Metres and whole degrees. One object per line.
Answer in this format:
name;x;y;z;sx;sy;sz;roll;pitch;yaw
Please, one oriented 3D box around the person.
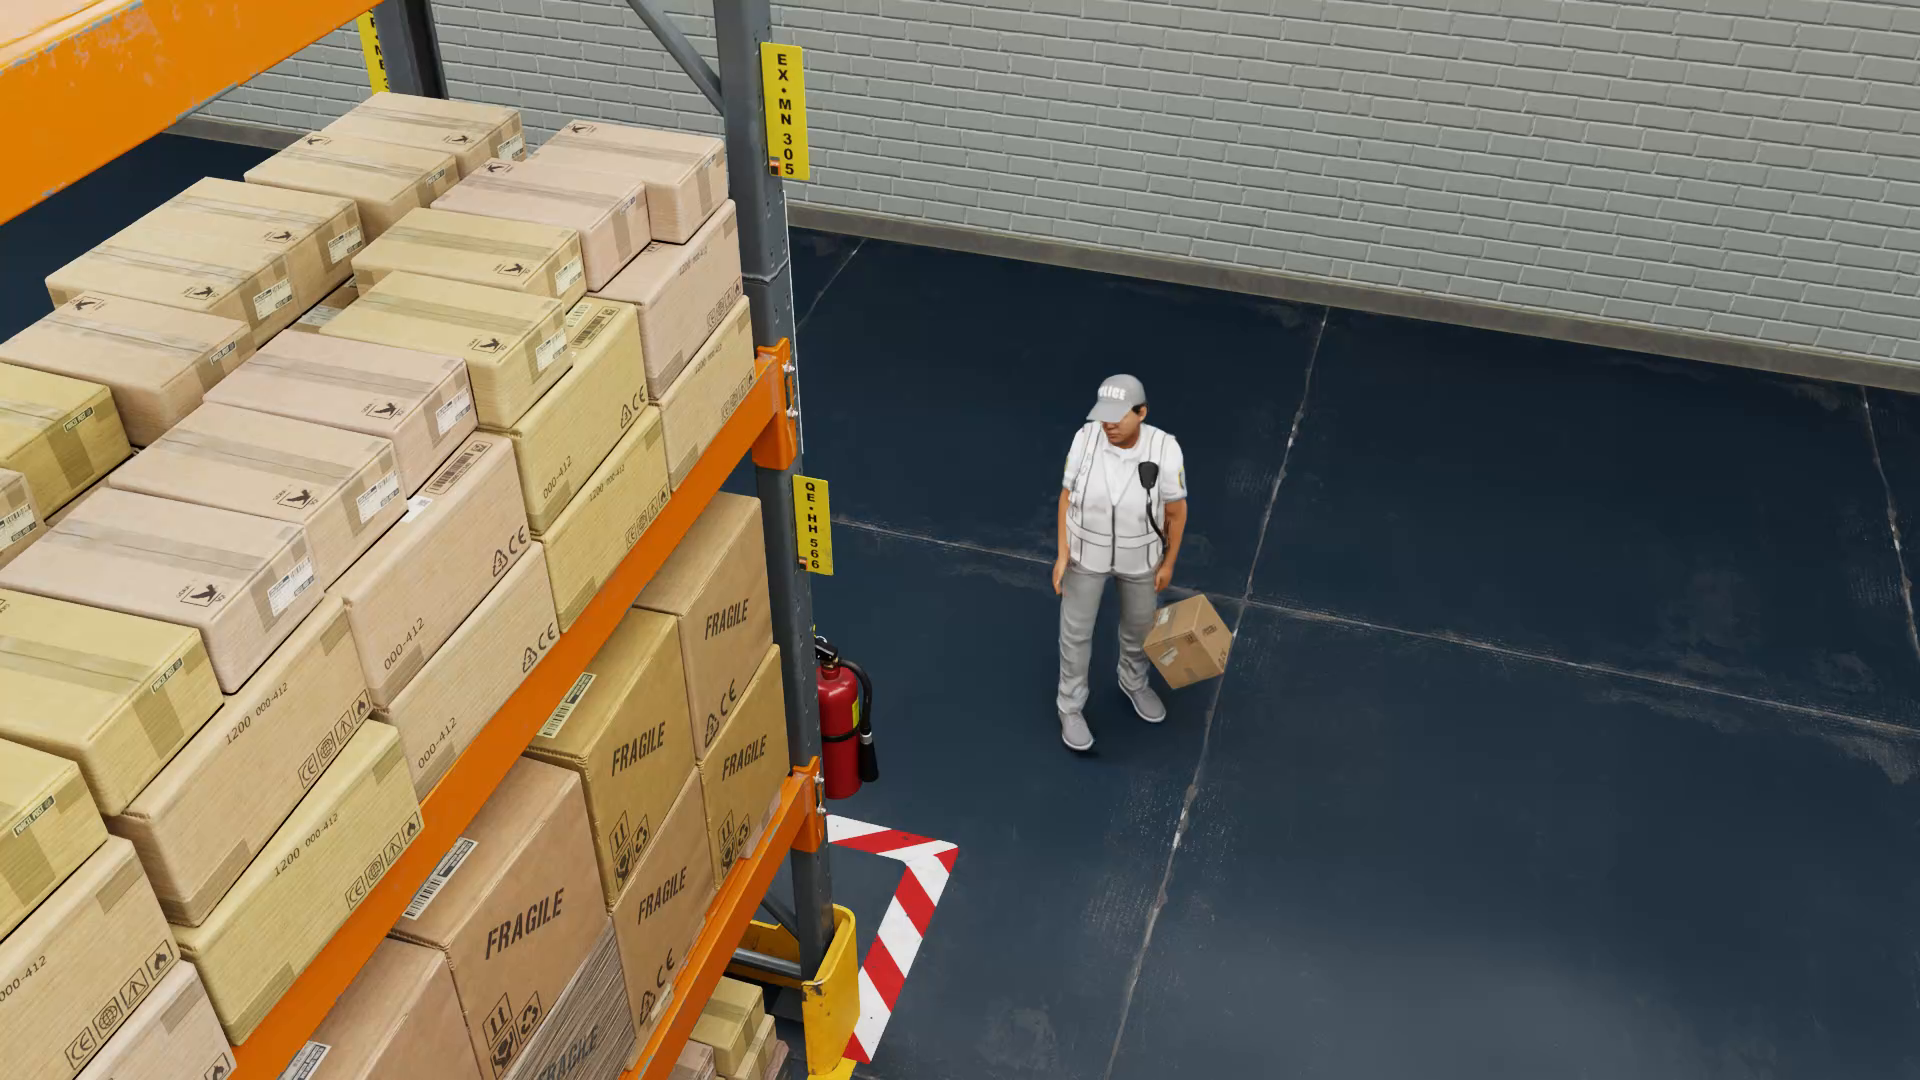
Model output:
person;0.638;0.104;6.721;0.520;1.670;0.534;3;37;5
